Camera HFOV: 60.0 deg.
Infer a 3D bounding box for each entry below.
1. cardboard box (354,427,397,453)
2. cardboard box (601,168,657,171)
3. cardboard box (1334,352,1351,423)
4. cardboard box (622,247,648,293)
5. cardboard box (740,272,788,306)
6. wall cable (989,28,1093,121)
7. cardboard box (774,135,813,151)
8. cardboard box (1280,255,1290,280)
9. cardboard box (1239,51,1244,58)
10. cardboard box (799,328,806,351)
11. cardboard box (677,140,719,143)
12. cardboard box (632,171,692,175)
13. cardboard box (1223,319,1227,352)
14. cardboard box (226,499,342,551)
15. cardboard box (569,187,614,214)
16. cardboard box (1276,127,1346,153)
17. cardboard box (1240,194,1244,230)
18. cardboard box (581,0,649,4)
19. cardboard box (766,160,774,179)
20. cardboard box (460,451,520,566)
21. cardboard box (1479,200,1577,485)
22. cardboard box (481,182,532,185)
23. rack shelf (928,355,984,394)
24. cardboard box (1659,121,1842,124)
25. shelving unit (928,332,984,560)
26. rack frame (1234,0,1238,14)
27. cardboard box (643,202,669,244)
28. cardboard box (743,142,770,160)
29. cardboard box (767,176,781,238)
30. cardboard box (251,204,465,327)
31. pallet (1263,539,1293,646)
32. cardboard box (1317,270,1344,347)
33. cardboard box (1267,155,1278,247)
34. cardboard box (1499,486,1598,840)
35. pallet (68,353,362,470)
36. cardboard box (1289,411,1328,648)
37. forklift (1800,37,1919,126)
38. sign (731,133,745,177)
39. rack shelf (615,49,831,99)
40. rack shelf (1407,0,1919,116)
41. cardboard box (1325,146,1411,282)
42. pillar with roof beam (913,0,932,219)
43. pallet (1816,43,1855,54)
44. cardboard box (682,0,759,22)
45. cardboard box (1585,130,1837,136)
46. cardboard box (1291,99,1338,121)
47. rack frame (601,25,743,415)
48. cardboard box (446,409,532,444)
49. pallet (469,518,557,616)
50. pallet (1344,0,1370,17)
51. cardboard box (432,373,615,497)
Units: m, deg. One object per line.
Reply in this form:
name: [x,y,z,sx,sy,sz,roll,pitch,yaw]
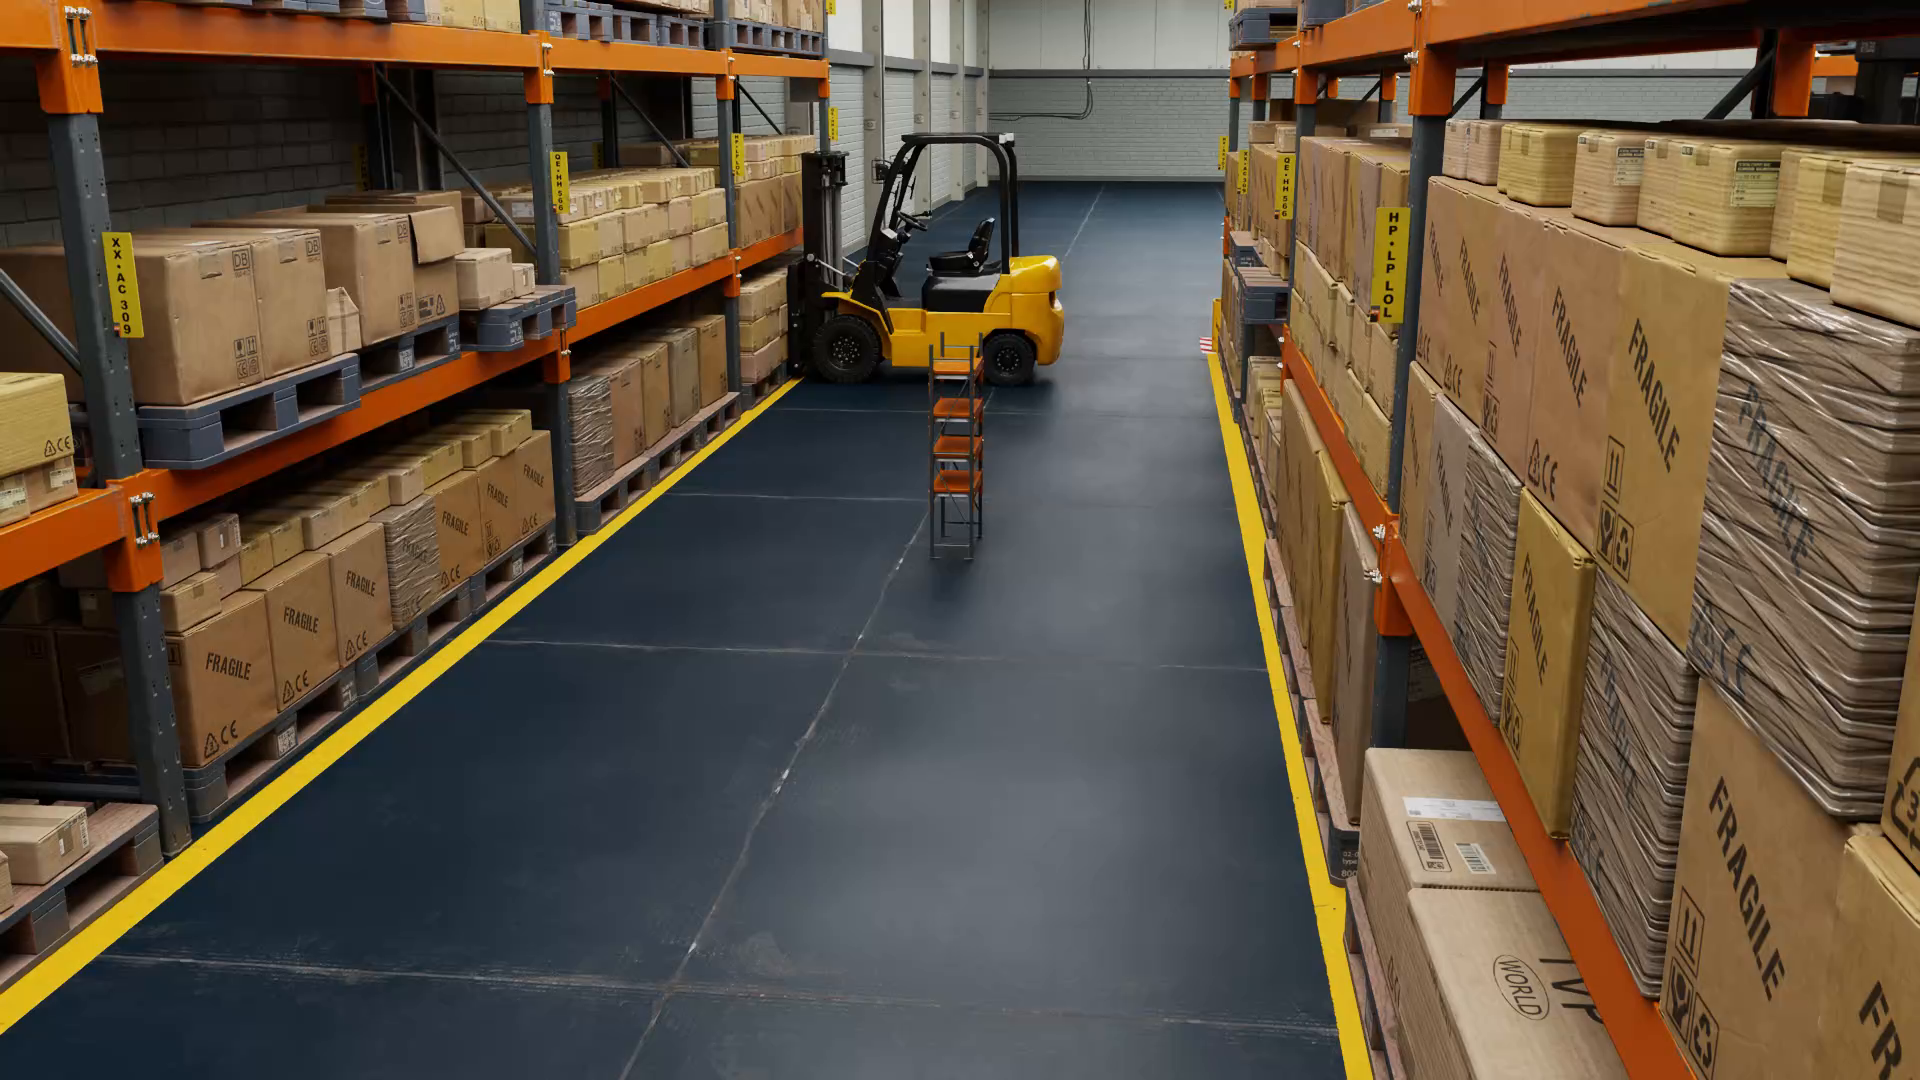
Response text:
cardboard box: [-3.085,-0.479,8.427,0.380,0.149,0.250,2,15,7]
cardboard box: [-2.513,-2.744,12.631,0.380,0.149,0.250,1,15,5]
cardboard box: [1.704,-0.562,6.279,0.500,0.250,0.500,1,15,5]
cardboard box: [-2.306,-1.730,10.601,0.500,0.250,0.500,1,15,4]
cardboard box: [-1.781,-2.204,14.614,0.500,0.250,0.500,2,15,8]
wall cable: [2.249,-13.254,47.388,3.097,2.526,0.112,2,15,6]
cardboard box: [-1.637,-3.846,16.136,0.380,0.149,0.250,2,15,6]
cardboard box: [1.983,-1.530,9.252,0.380,0.149,0.250,2,15,7]
cardboard box: [2.622,-4.275,14.461,0.380,0.149,0.250,2,15,7]
cardboard box: [-1.715,-1.856,15.243,0.500,0.250,0.500,2,15,8]
cardboard box: [-2.288,-3.461,14.709,0.380,0.149,0.250,2,15,8]
cardboard box: [-2.169,-2.605,12.114,0.380,0.149,0.250,2,15,6]
cardboard box: [2.693,-1.902,15.414,0.500,0.250,0.500,2,15,8]
cardboard box: [-2.803,-0.064,6.892,0.380,0.149,0.250,2,15,6]
cardboard box: [-2.333,-2.071,10.139,0.380,0.149,0.250,2,15,7]
cardboard box: [2.125,-2.426,10.077,0.380,0.149,0.250,1,15,4]
cardboard box: [2.527,-2.771,13.401,0.500,0.500,0.500,2,15,8]
cardboard box: [-2.273,-3.622,10.378,0.500,0.500,0.500,2,15,8]
cardboard box: [-1.801,-3.170,14.203,0.380,0.149,0.250,2,15,6]
cardboard box: [-2.612,-0.181,8.569,0.500,0.500,0.500,1,15,5]
cardboard box: [1.343,-0.399,3.284,0.500,0.500,0.500,2,15,7]
cardboard box: [-2.857,-2.217,10.681,0.380,0.149,0.250,1,15,5]
rack shelf: [-0.019,-0.916,9.244,0.258,0.148,0.480,2,15,6]
cardboard box: [1.913,-0.937,4.032,0.380,0.149,0.250,2,15,8]
shelving unit: [-0.019,-0.536,9.347,0.258,1.200,0.503,2,15,6]
rack frame: [3.124,-6.256,15.559,1.000,3.000,0.127,2,15,6]
cardboard box: [-2.251,-2.106,11.032,0.500,0.250,0.500,2,15,7]
cardboard box: [-1.836,-3.316,14.173,0.380,0.149,0.250,1,15,5]
cardboard box: [-1.852,-2.890,14.414,0.500,0.500,0.500,2,15,6]
cardboard box: [-2.712,-1.254,7.552,0.797,0.503,0.637,1,15,5]
pallet: [2.057,0.263,8.285,1.003,0.211,1.213,2,15,6]
cardboard box: [1.720,-0.936,6.706,0.500,0.250,0.500,2,15,7]
cardboard box: [2.044,-1.940,9.525,0.500,0.500,0.500,1,15,5]
cardboard box: [1.275,0.211,2.945,0.500,0.500,0.500,2,15,8]
pallet: [-2.964,-0.504,6.149,1.003,0.211,1.213,2,15,6]
cardboard box: [1.956,-0.054,7.383,0.875,0.875,0.875,2,15,7]
forklift: [4.972,-1.323,8.940,1.130,2.935,3.031,2,15,7]
sign: [-1.720,-2.975,12.852,0.100,0.325,0.005,2,15,6]
rack shelf: [-2.034,-4.087,14.663,1.077,0.370,4.000,2,15,6]
rack shelf: [1.544,-0.830,2.616,1.077,0.370,4.000,2,15,6]
cardboard box: [1.742,-1.302,6.624,0.500,0.500,0.500,2,15,7]
pillar with roof beam: [3.526,-10.789,32.322,9.100,9.000,0.400,2,15,6]
pallet: [7.980,-4.453,14.807,1.003,0.211,1.213,2,15,6]
cardboard box: [-1.924,-4.332,13.366,0.500,0.311,0.500,2,15,7]
cardboard box: [1.382,-0.685,3.099,0.380,0.149,0.250,2,15,6]
cardboard box: [3.100,-3.366,13.687,0.700,0.500,0.500,1,15,5]
rack frame: [-2.260,-2.468,13.042,1.000,3.000,0.127,2,15,6]
cardboard box: [-2.515,-0.604,8.891,0.380,0.149,0.250,1,15,4]
pallet: [-2.833,0.108,8.858,1.003,0.211,1.213,2,15,6]
pallet: [2.078,-2.183,6.605,1.003,0.211,1.213,2,15,9]
cardboard box: [-2.627,-0.648,10.058,0.875,0.625,0.625,2,15,8]
